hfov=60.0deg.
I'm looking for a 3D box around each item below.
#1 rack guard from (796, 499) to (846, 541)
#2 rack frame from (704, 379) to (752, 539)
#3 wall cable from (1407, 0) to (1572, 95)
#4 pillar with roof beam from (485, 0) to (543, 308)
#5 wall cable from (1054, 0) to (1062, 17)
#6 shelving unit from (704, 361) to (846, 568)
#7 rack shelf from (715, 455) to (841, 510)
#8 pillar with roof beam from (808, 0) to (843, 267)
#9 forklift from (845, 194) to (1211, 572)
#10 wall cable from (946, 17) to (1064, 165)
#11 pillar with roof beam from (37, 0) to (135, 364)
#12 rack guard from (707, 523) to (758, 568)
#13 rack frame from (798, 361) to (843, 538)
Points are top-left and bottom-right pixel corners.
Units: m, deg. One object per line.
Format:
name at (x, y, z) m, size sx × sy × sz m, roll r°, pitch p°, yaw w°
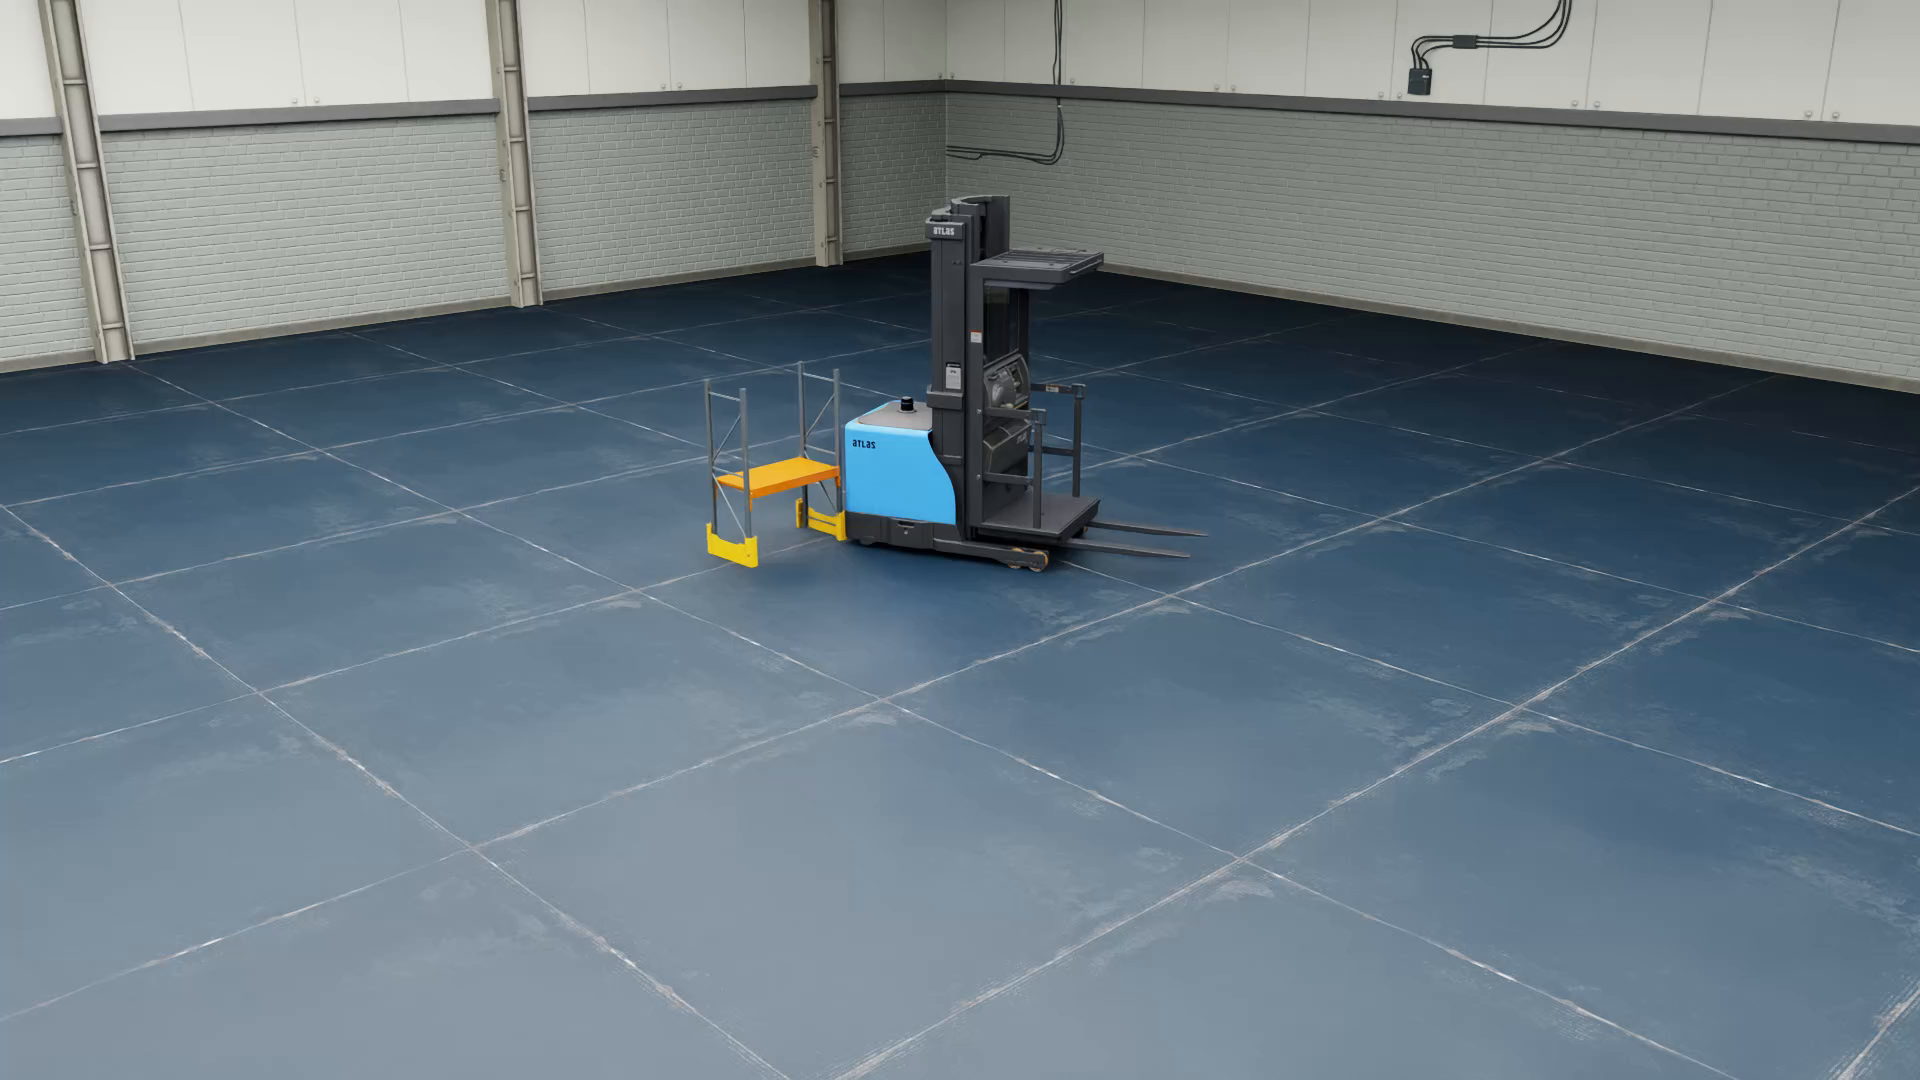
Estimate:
rack guard at (-1.225, -0.181, 14.639) m, size 0.587 × 0.250 × 0.087 m, roll 16°, pitch 24°, yaw 41°
rack frame at (-1.914, -0.553, 13.760) m, size 0.500 × 1.500 × 0.032 m, roll 16°, pitch 24°, yaw 41°
wall cable at (7.230, -8.998, 22.131) m, size 0.169 × 6.003 × 2.305 m, roll -16°, pitch 24°, yaw -41°
pillar with roof beam at (-3.732, -6.947, 21.319) m, size 0.400 × 9.000 × 9.100 m, roll -16°, pitch 24°, yaw -41°
wall cable at (2.577, -9.830, 27.058) m, size 0.112 × 2.526 × 3.097 m, roll -16°, pitch 24°, yaw -41°
shelving unit at (-1.569, -0.665, 14.103) m, size 0.587 × 1.500 × 1.083 m, roll 16°, pitch 24°, yaw 41°
rack shelf at (-1.563, -0.496, 14.165) m, size 0.538 × 0.185 × 1.000 m, roll 16°, pitch 24°, yaw 41°
pillar with roof beam at (0.627, -8.218, 25.241) m, size 0.400 × 9.000 × 9.100 m, roll -16°, pitch 24°, yaw -41°
forklift at (0.575, -1.320, 13.804) m, size 3.031 × 2.935 × 1.130 m, roll 7°, pitch 19°, yaw 22°
wall cable at (0.719, -8.034, 29.707) m, size 0.112 × 2.526 × 3.097 m, roll -16°, pitch 24°, yaw -41°
pillar with roof beam at (-8.092, -5.675, 17.398) m, size 0.400 × 9.000 × 9.100 m, roll -16°, pitch 24°, yaw -41°
rack guard at (-1.913, 0.041, 13.953) m, size 0.587 × 0.250 × 0.087 m, roll 16°, pitch 24°, yaw 41°
rack frame at (-1.211, -0.780, 14.459) m, size 0.500 × 1.500 × 0.032 m, roll 16°, pitch 24°, yaw 41°
